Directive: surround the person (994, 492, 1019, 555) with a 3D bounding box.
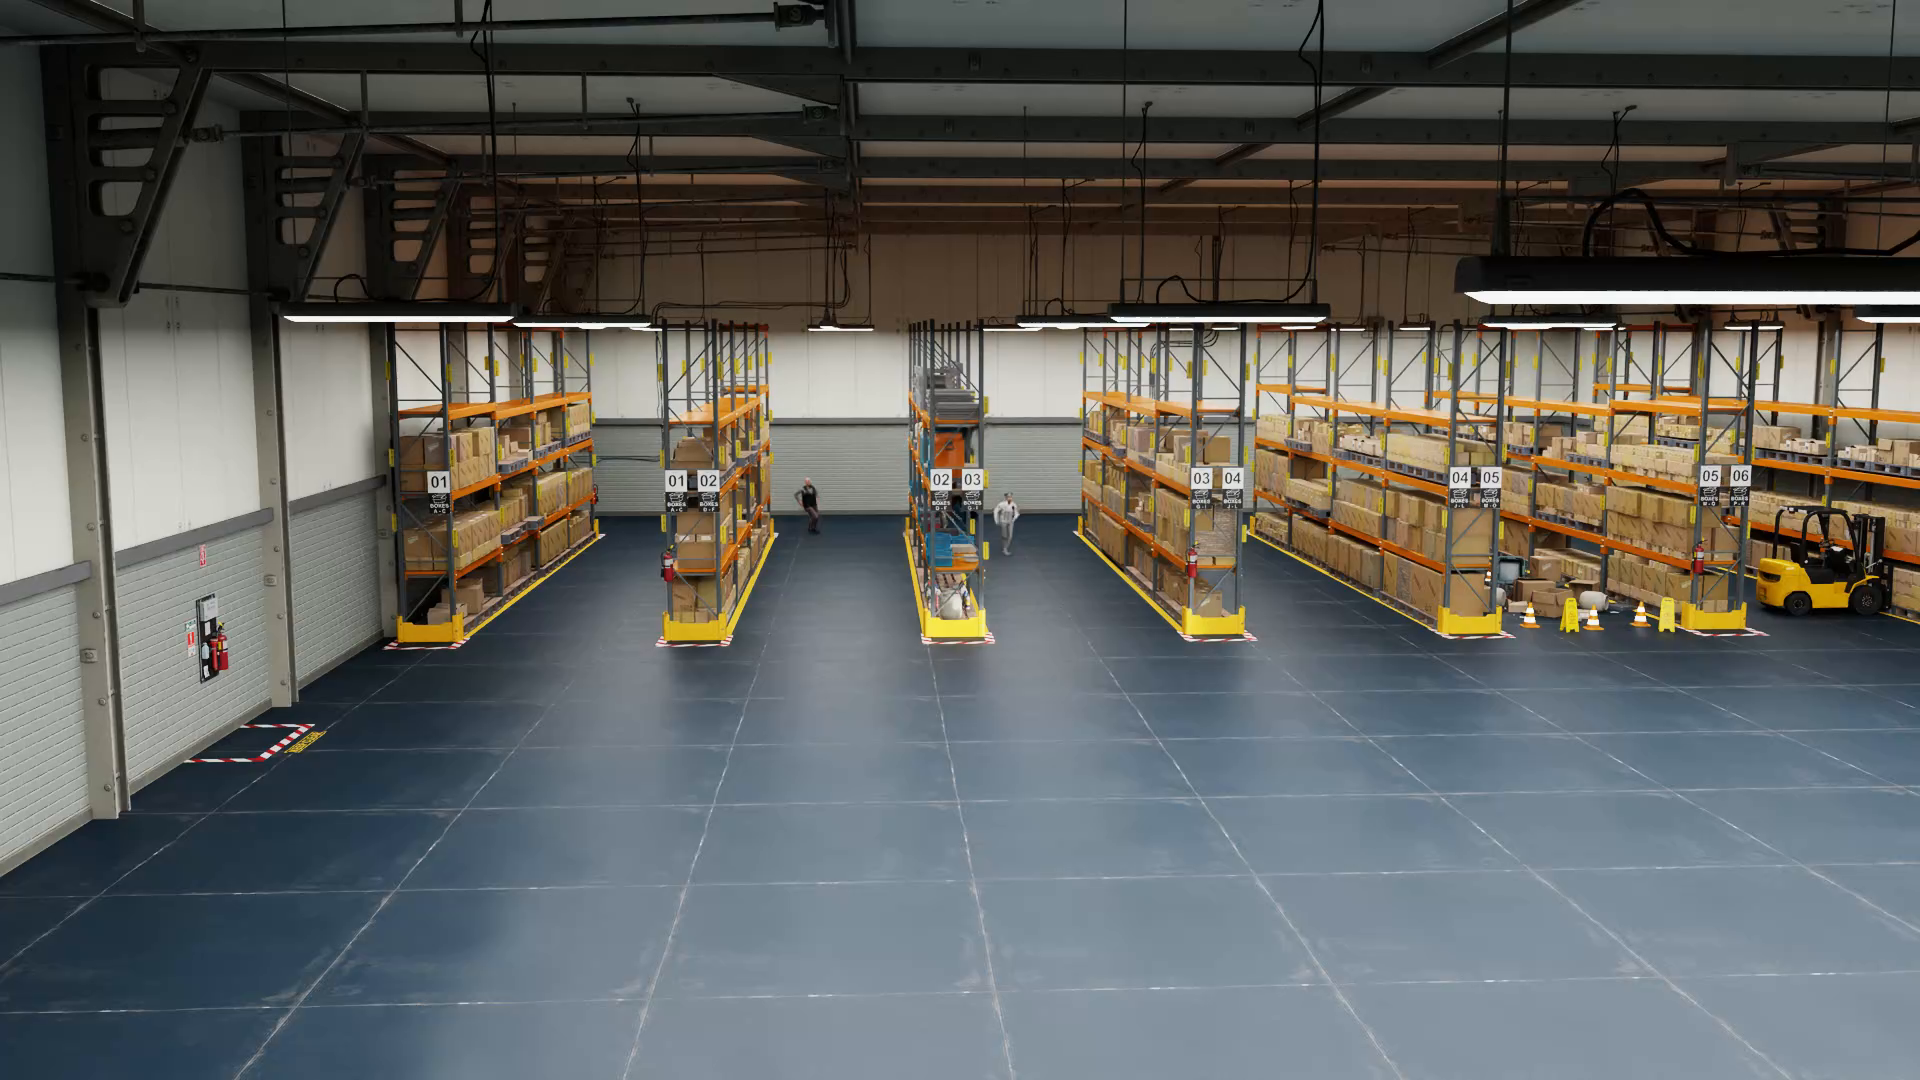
[{"bbox_3d":[1.221,-0.442,43.511,0.652,1.651,0.649,-2,7,-12],"label":"person"}]

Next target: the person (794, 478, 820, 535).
[{"bbox_3d":[-4.305,-0.961,47.661,0.718,1.675,0.792,7,10,44],"label":"person"}]
